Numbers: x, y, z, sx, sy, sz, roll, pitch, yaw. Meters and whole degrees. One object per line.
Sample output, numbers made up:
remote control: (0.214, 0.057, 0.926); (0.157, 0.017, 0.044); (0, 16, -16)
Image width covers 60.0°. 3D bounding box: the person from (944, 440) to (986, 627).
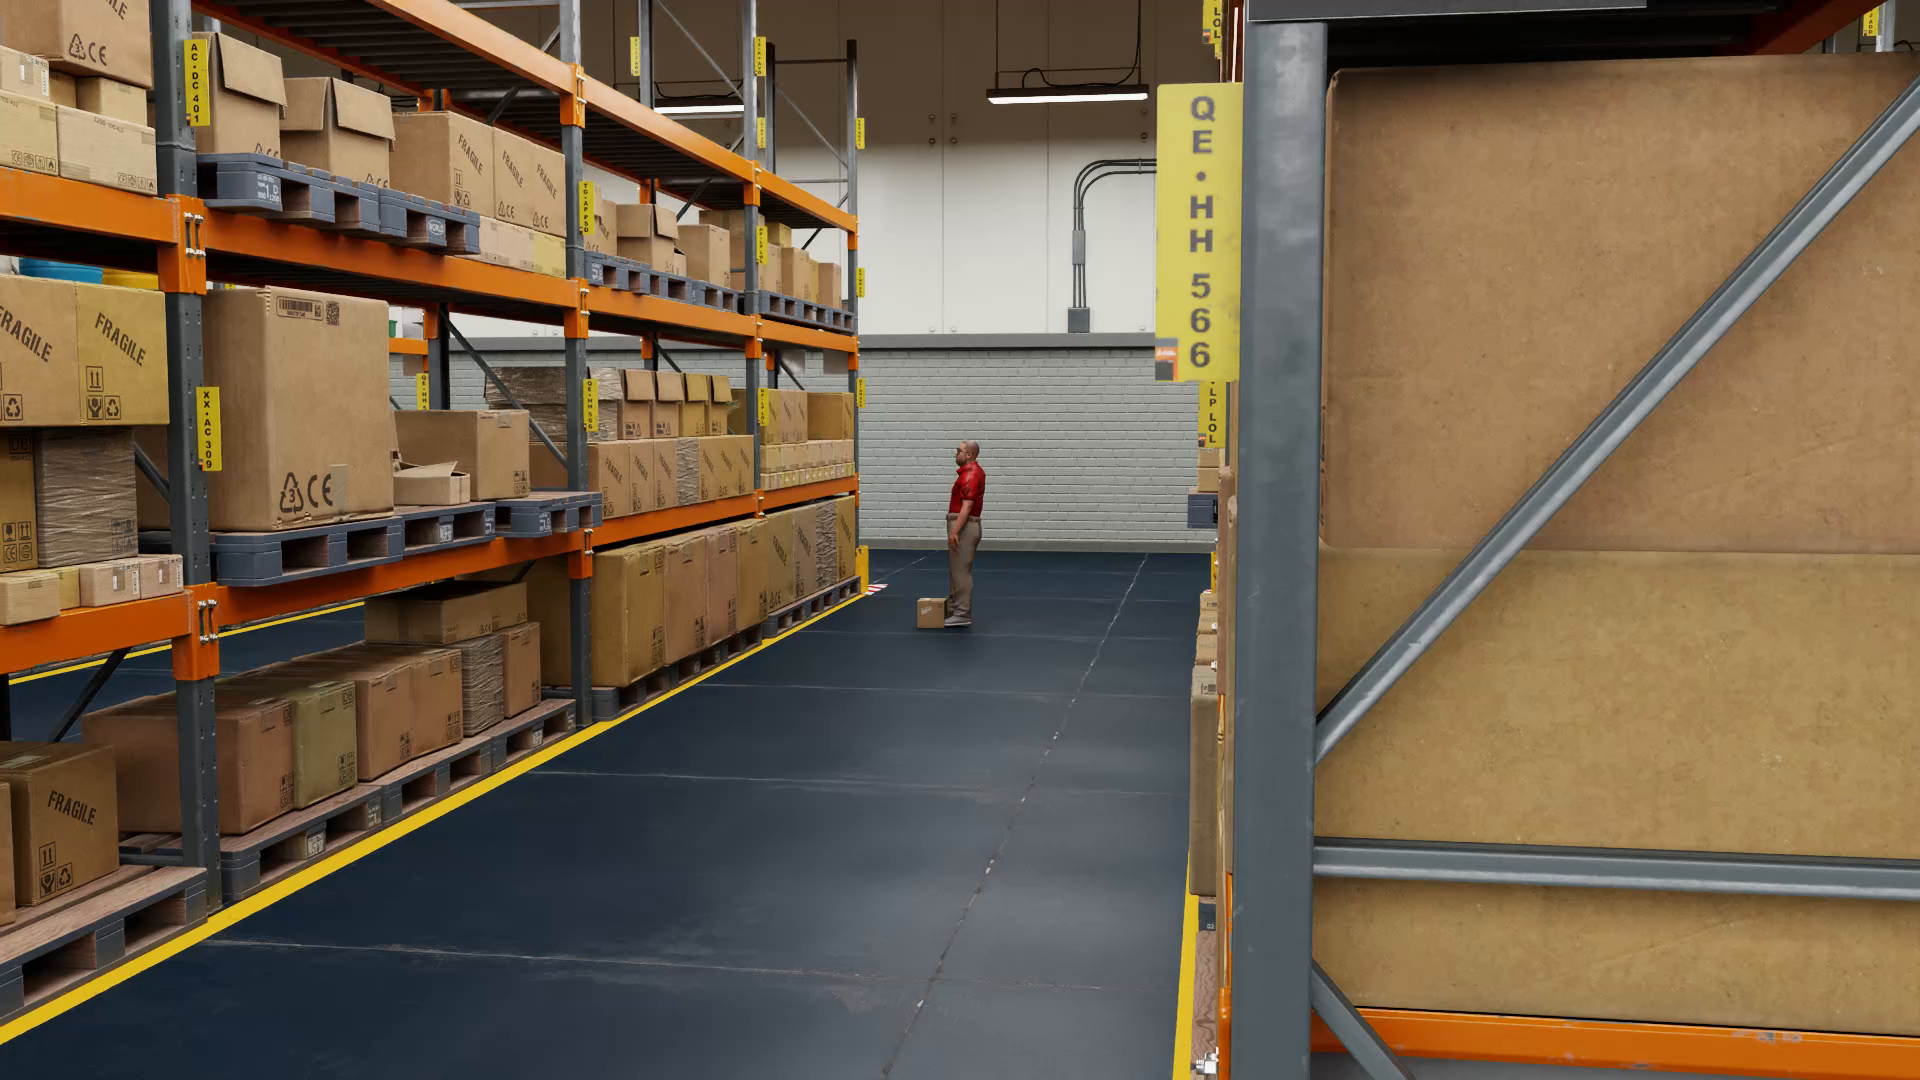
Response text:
person: (-0.053, -0.065, 15.460); (0.550, 1.728, 0.642); (1, 4, 9)
